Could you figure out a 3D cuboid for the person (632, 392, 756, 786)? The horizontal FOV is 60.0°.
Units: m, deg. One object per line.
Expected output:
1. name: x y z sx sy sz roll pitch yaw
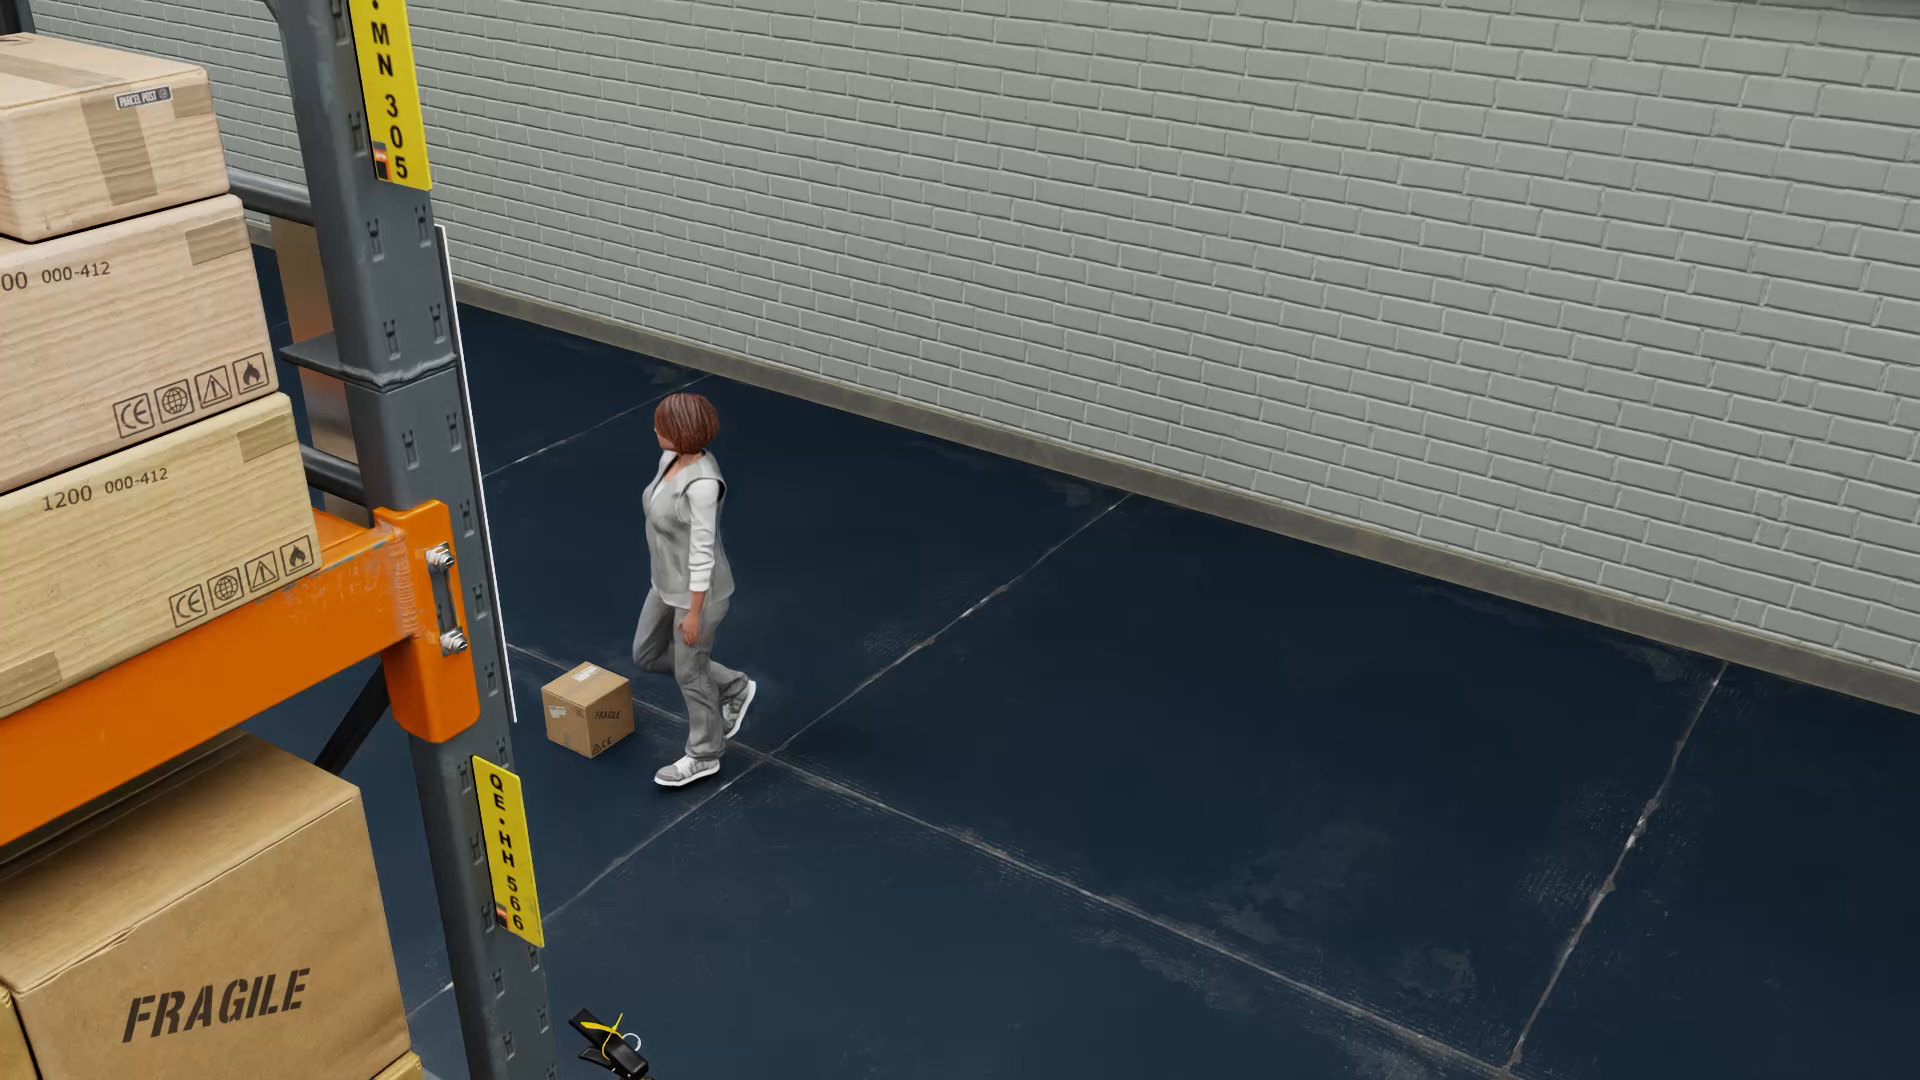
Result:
1. person: -0.997 0.185 6.238 0.475 1.588 0.428 -13 30 -24
